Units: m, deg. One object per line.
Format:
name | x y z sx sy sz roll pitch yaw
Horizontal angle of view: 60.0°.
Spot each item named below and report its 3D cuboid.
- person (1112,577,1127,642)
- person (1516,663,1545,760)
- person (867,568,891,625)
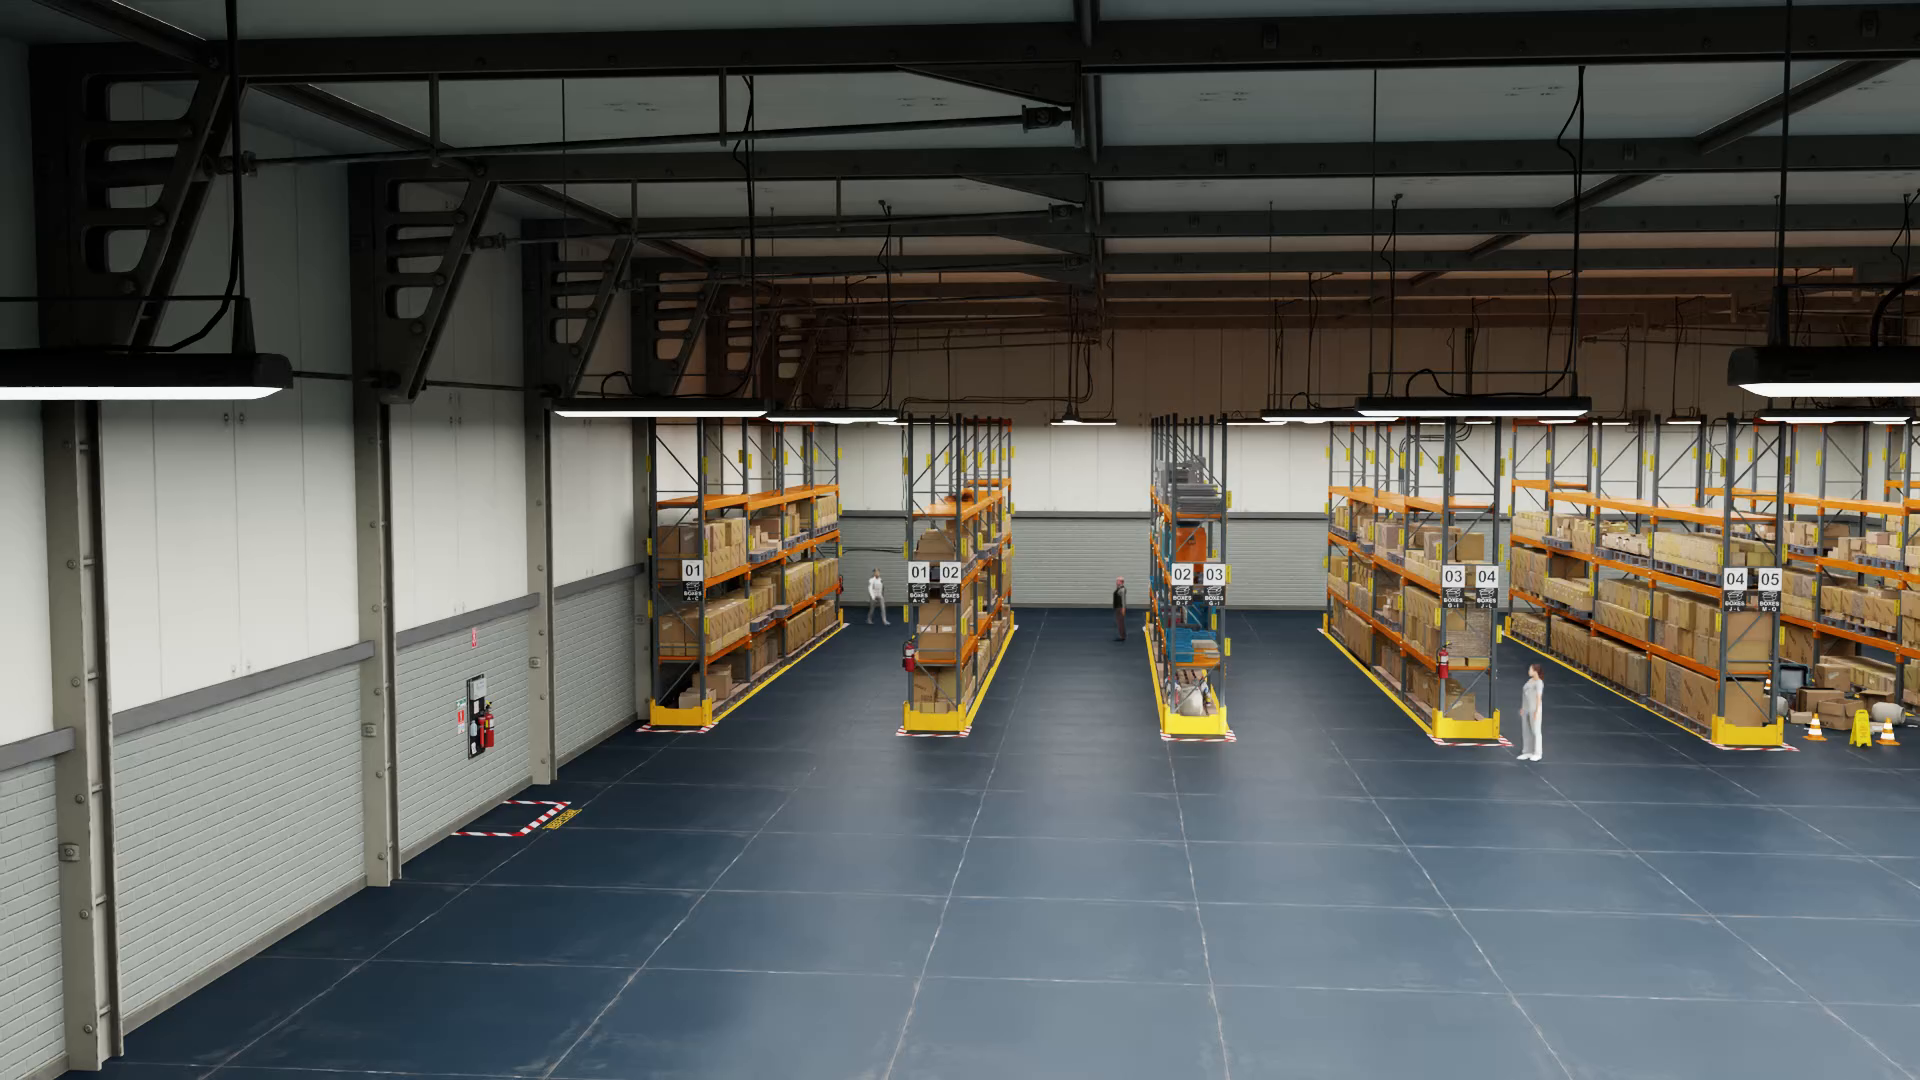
person | 4.285 1.856 44.673 0.379 1.728 0.602 0 4 -4
person | 9.860 2.967 28.699 0.376 1.698 0.520 -2 4 -26
person | -2.410 1.645 48.268 0.528 1.642 0.857 -2 4 -30
